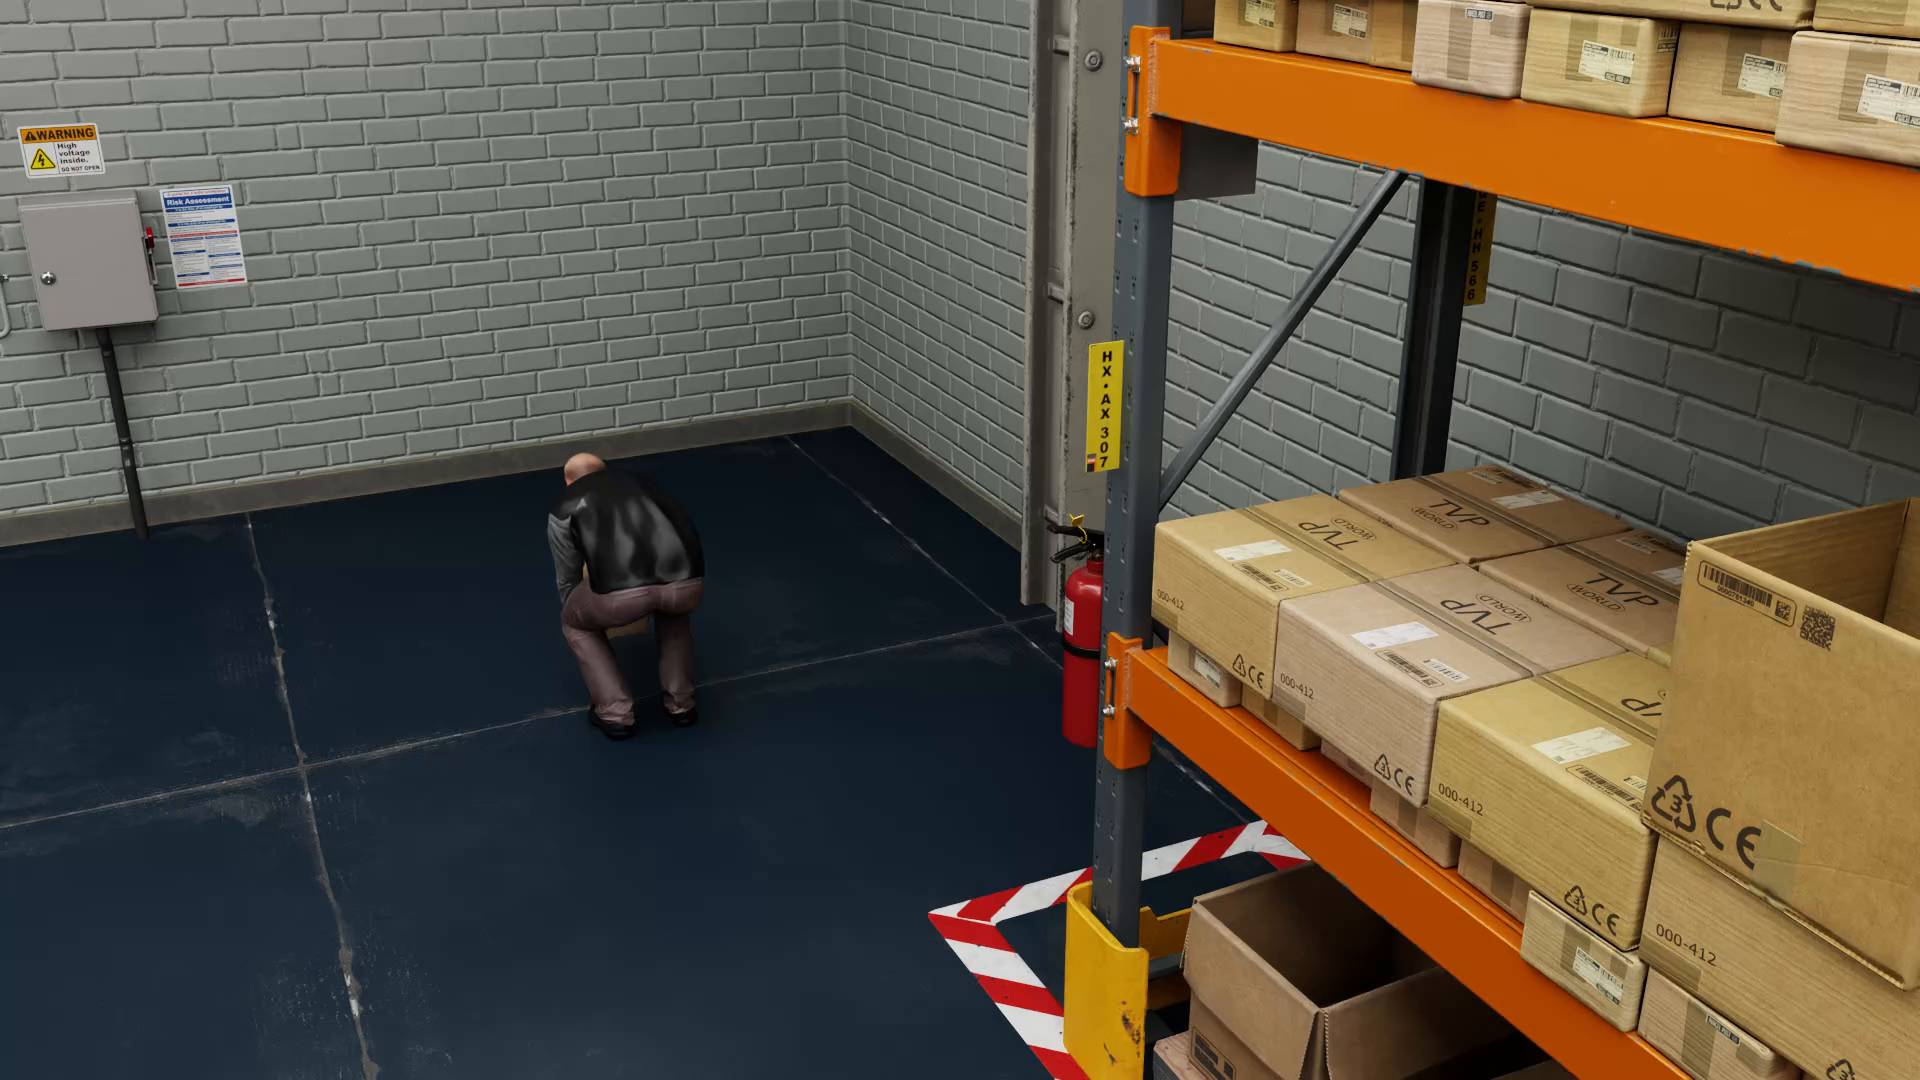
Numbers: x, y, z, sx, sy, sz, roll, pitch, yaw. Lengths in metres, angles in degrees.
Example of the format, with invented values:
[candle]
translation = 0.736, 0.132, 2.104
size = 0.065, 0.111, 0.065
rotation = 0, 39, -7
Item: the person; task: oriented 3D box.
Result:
[person]
translation = -1.334, 0.212, 6.596
size = 0.520, 0.977, 0.942
rotation = -11, 25, -26
